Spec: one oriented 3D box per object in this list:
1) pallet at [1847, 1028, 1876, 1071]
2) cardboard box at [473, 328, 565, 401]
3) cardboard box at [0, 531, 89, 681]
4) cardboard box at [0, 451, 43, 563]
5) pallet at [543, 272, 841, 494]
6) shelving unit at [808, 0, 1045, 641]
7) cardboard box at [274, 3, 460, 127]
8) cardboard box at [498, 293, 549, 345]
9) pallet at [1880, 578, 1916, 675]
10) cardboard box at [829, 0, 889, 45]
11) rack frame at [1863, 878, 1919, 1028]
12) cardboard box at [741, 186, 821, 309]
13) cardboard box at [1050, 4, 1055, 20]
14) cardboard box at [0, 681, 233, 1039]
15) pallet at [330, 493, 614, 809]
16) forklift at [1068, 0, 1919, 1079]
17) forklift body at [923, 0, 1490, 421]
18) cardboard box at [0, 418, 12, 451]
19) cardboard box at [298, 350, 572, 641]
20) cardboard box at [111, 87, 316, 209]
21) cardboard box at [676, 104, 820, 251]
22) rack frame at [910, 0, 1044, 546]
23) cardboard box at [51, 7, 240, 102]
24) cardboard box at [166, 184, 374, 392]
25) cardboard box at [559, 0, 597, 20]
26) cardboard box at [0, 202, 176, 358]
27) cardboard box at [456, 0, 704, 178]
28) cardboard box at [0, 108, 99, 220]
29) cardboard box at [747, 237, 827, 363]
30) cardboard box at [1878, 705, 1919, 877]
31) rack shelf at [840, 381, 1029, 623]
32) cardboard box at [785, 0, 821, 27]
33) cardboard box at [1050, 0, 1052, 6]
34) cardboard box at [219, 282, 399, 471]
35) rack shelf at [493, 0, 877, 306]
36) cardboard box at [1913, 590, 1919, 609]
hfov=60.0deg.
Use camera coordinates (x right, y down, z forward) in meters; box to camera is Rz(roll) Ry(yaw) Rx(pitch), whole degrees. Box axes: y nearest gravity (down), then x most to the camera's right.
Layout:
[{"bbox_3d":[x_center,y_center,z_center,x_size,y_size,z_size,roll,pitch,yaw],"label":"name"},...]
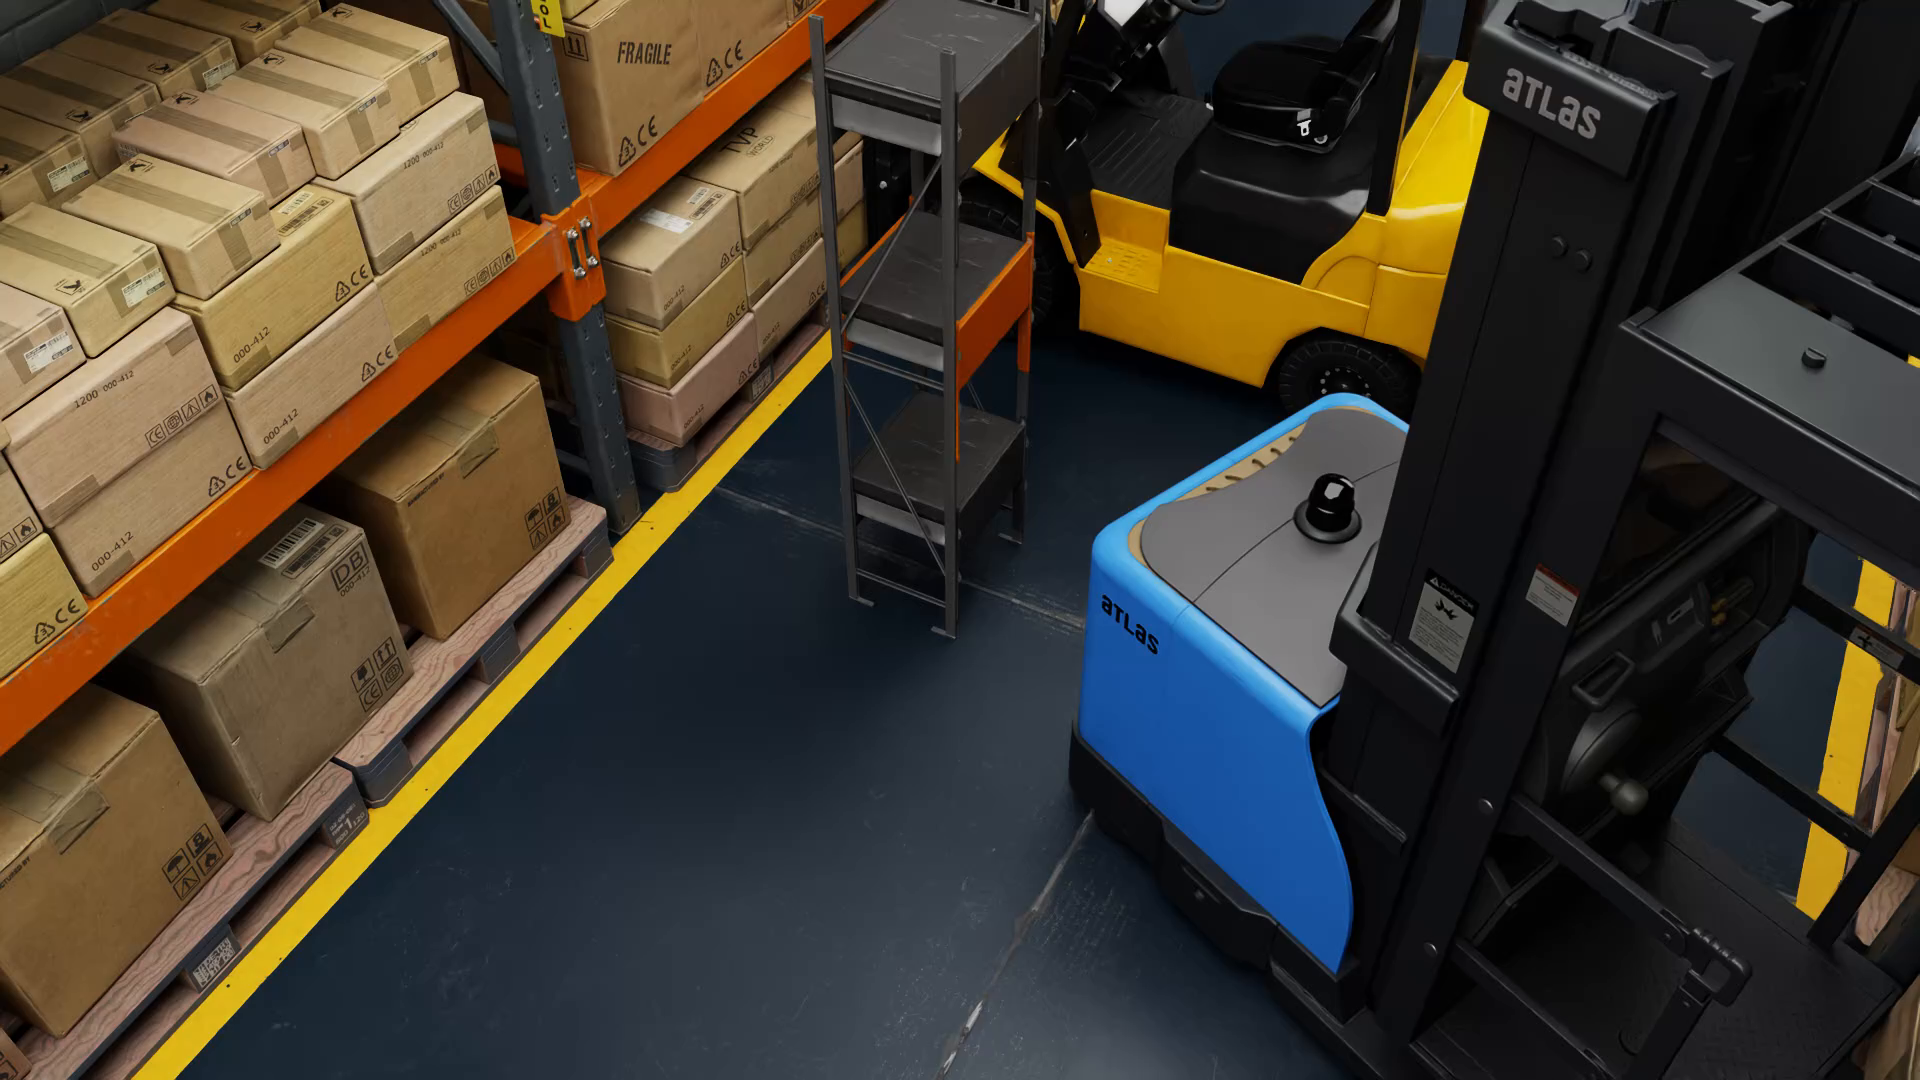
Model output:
[{"bbox_3d":[2.455,1.842,3.781,1.003,0.211,1.213,20,49,19],"label":"pallet"},{"bbox_3d":[-1.537,-0.819,6.089,0.500,0.250,0.500,21,49,19],"label":"cardboard box"},{"bbox_3d":[-2.305,0.140,3.608,0.500,0.250,0.500,22,49,20],"label":"cardboard box"},{"bbox_3d":[-2.311,-0.037,3.431,0.500,0.250,0.500,21,49,20],"label":"cardboard box"},{"bbox_3d":[-1.177,-0.773,6.365,1.003,0.211,1.213,20,49,19],"label":"pallet"},{"bbox_3d":[-0.077,-0.634,4.900,0.431,2.100,0.503,20,49,19],"label":"shelving unit"},{"bbox_3d":[-1.545,-1.240,4.341,0.380,0.149,0.250,22,49,20],"label":"cardboard box"},{"bbox_3d":[-1.539,-0.997,5.913,0.500,0.250,0.500,19,48,18],"label":"cardboard box"},{"bbox_3d":[3.660,0.145,5.458,1.003,0.211,1.213,20,49,19],"label":"pallet"},{"bbox_3d":[-0.363,-1.963,6.517,0.500,0.250,0.500,20,49,18],"label":"cardboard box"},{"bbox_3d":[2.815,0.371,3.275,1.000,3.000,0.127,20,49,19],"label":"rack frame"},{"bbox_3d":[-0.854,-1.143,6.057,0.500,0.250,0.500,20,49,19],"label":"cardboard box"},{"bbox_3d":[0.096,-2.256,7.509,0.500,0.250,0.500,20,49,19],"label":"cardboard box"},{"bbox_3d":[-2.530,0.714,4.309,0.875,0.625,0.625,19,48,17],"label":"cardboard box"},{"bbox_3d":[-1.891,0.192,5.412,1.003,0.211,1.213,20,49,19],"label":"pallet"},{"bbox_3d":[1.636,0.317,3.376,1.130,2.935,3.031,-30,52,-26],"label":"forklift"},{"bbox_3d":[1.009,-1.690,5.908,2.313,2.155,1.214,20,49,19],"label":"forklift body"},{"bbox_3d":[-2.167,-0.233,3.345,0.380,0.149,0.250,19,48,18],"label":"cardboard box"},{"bbox_3d":[-1.816,-0.246,5.259,0.875,0.625,0.625,23,50,21],"label":"cardboard box"},{"bbox_3d":[-1.809,-0.935,4.039,0.380,0.149,0.250,20,49,19],"label":"cardboard box"},{"bbox_3d":[-0.835,-1.318,5.879,0.500,0.250,0.500,21,49,19],"label":"cardboard box"},{"bbox_3d":[0.036,-0.788,5.052,0.400,2.100,0.015,20,49,19],"label":"rack frame"},{"bbox_3d":[-2.108,-1.227,4.327,0.380,0.149,0.250,19,48,18],"label":"cardboard box"},{"bbox_3d":[-1.817,-0.668,4.056,0.500,0.250,0.500,19,48,18],"label":"cardboard box"},{"bbox_3d":[-1.203,-1.643,4.738,0.380,0.149,0.250,20,49,18],"label":"cardboard box"},{"bbox_3d":[-1.991,-0.581,3.689,0.380,0.149,0.250,19,48,18],"label":"cardboard box"},{"bbox_3d":[-1.146,-1.494,5.047,0.500,0.500,0.500,19,48,18],"label":"cardboard box"},{"bbox_3d":[-2.325,-0.902,4.006,0.380,0.149,0.250,20,49,19],"label":"cardboard box"},{"bbox_3d":[-0.844,-0.967,6.235,0.500,0.250,0.500,19,48,18],"label":"cardboard box"},{"bbox_3d":[2.851,0.729,4.559,0.500,0.250,0.500,23,50,21],"label":"cardboard box"},{"bbox_3d":[-0.077,-0.132,5.408,0.431,0.518,0.480,20,49,19],"label":"rack shelf"},{"bbox_3d":[-0.685,-2.147,5.693,0.500,0.500,0.500,20,49,19],"label":"cardboard box"},{"bbox_3d":[0.082,-2.420,7.319,0.500,0.250,0.500,20,49,19],"label":"cardboard box"},{"bbox_3d":[-1.814,-0.491,4.231,0.500,0.250,0.500,20,49,19],"label":"cardboard box"},{"bbox_3d":[-0.655,-2.273,6.393,1.077,0.370,4.000,20,49,19],"label":"rack shelf"},{"bbox_3d":[3.330,0.071,5.209,0.500,0.250,0.500,21,49,20],"label":"cardboard box"}]
